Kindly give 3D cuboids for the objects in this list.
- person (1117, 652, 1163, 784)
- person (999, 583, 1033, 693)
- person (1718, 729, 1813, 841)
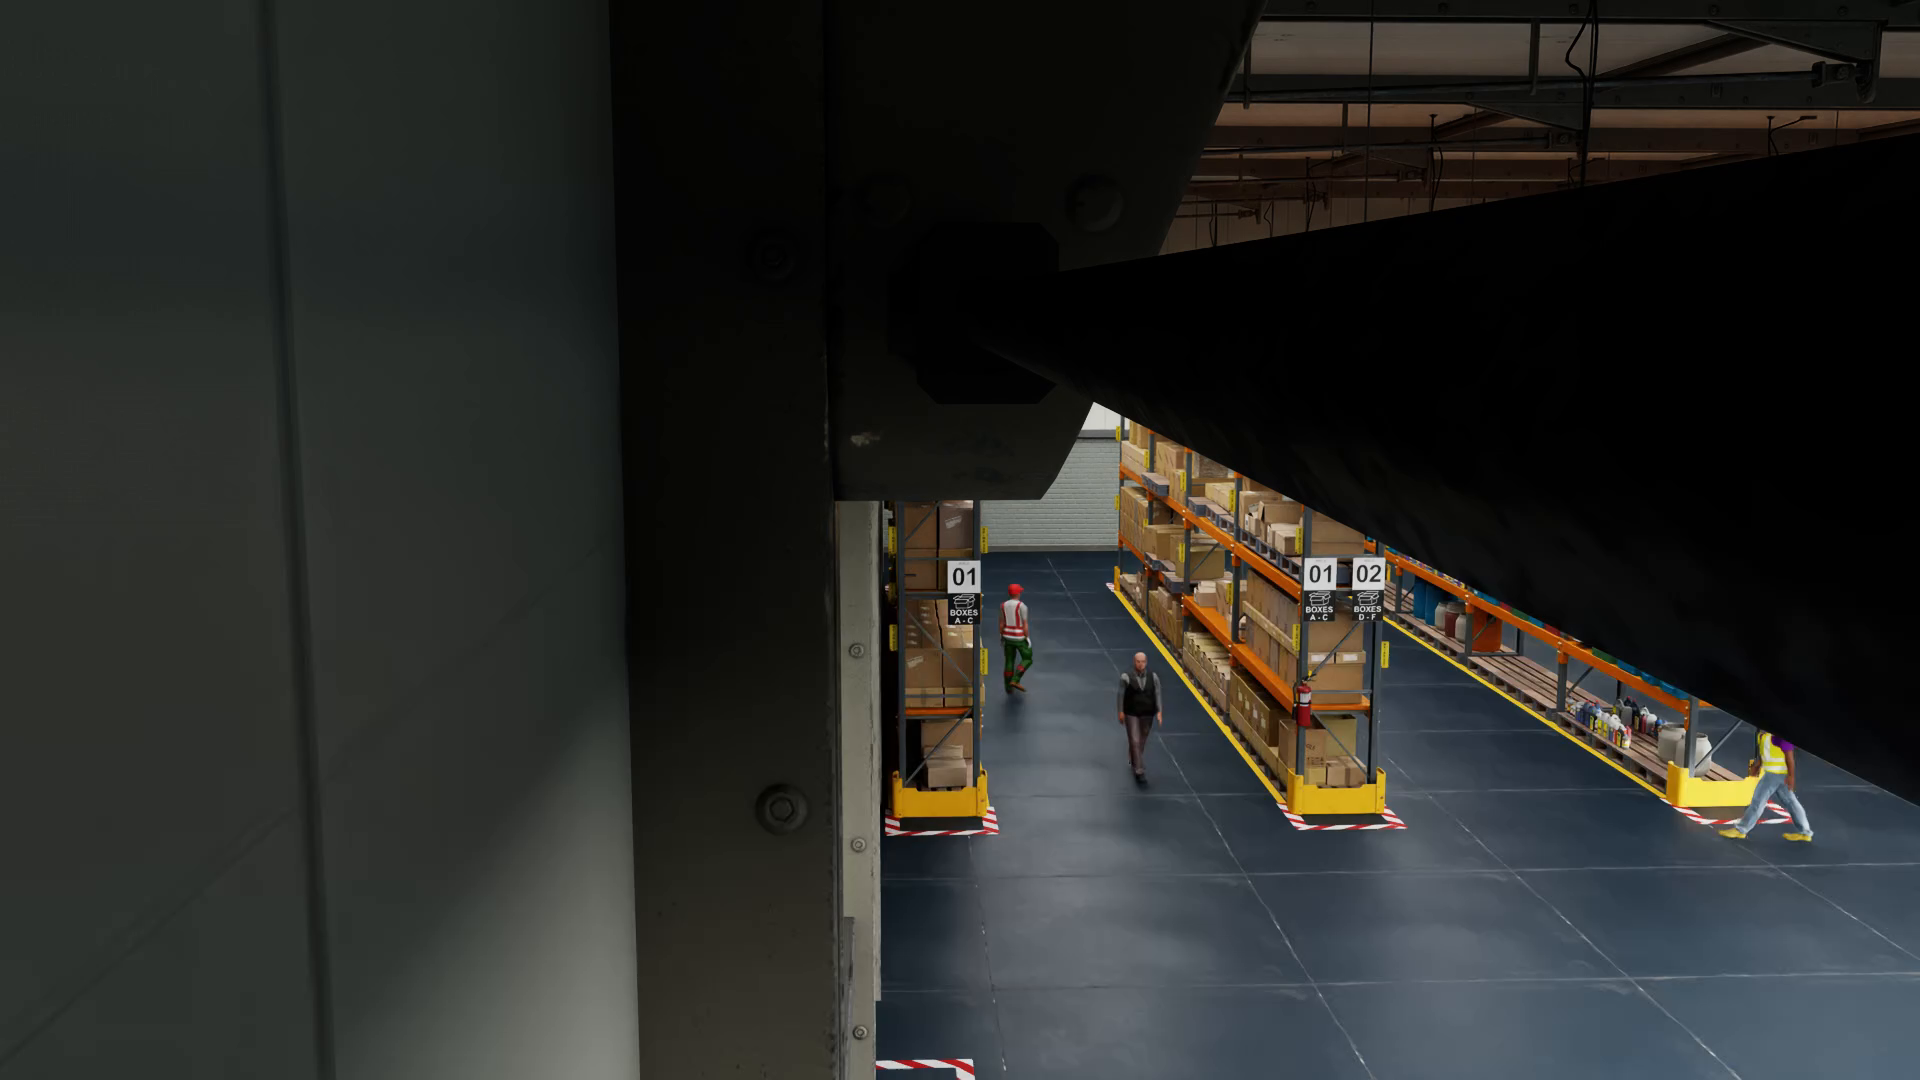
[{"bbox_3d":[2.406,2.326,22.023,0.559,1.670,0.987,-2,8,-12],"label":"person"},{"bbox_3d":[0.862,1.592,26.784,0.576,1.791,0.476,6,10,36],"label":"person"},{"bbox_3d":[9.491,2.668,19.499,1.019,1.700,0.595,3,9,21],"label":"person"}]
